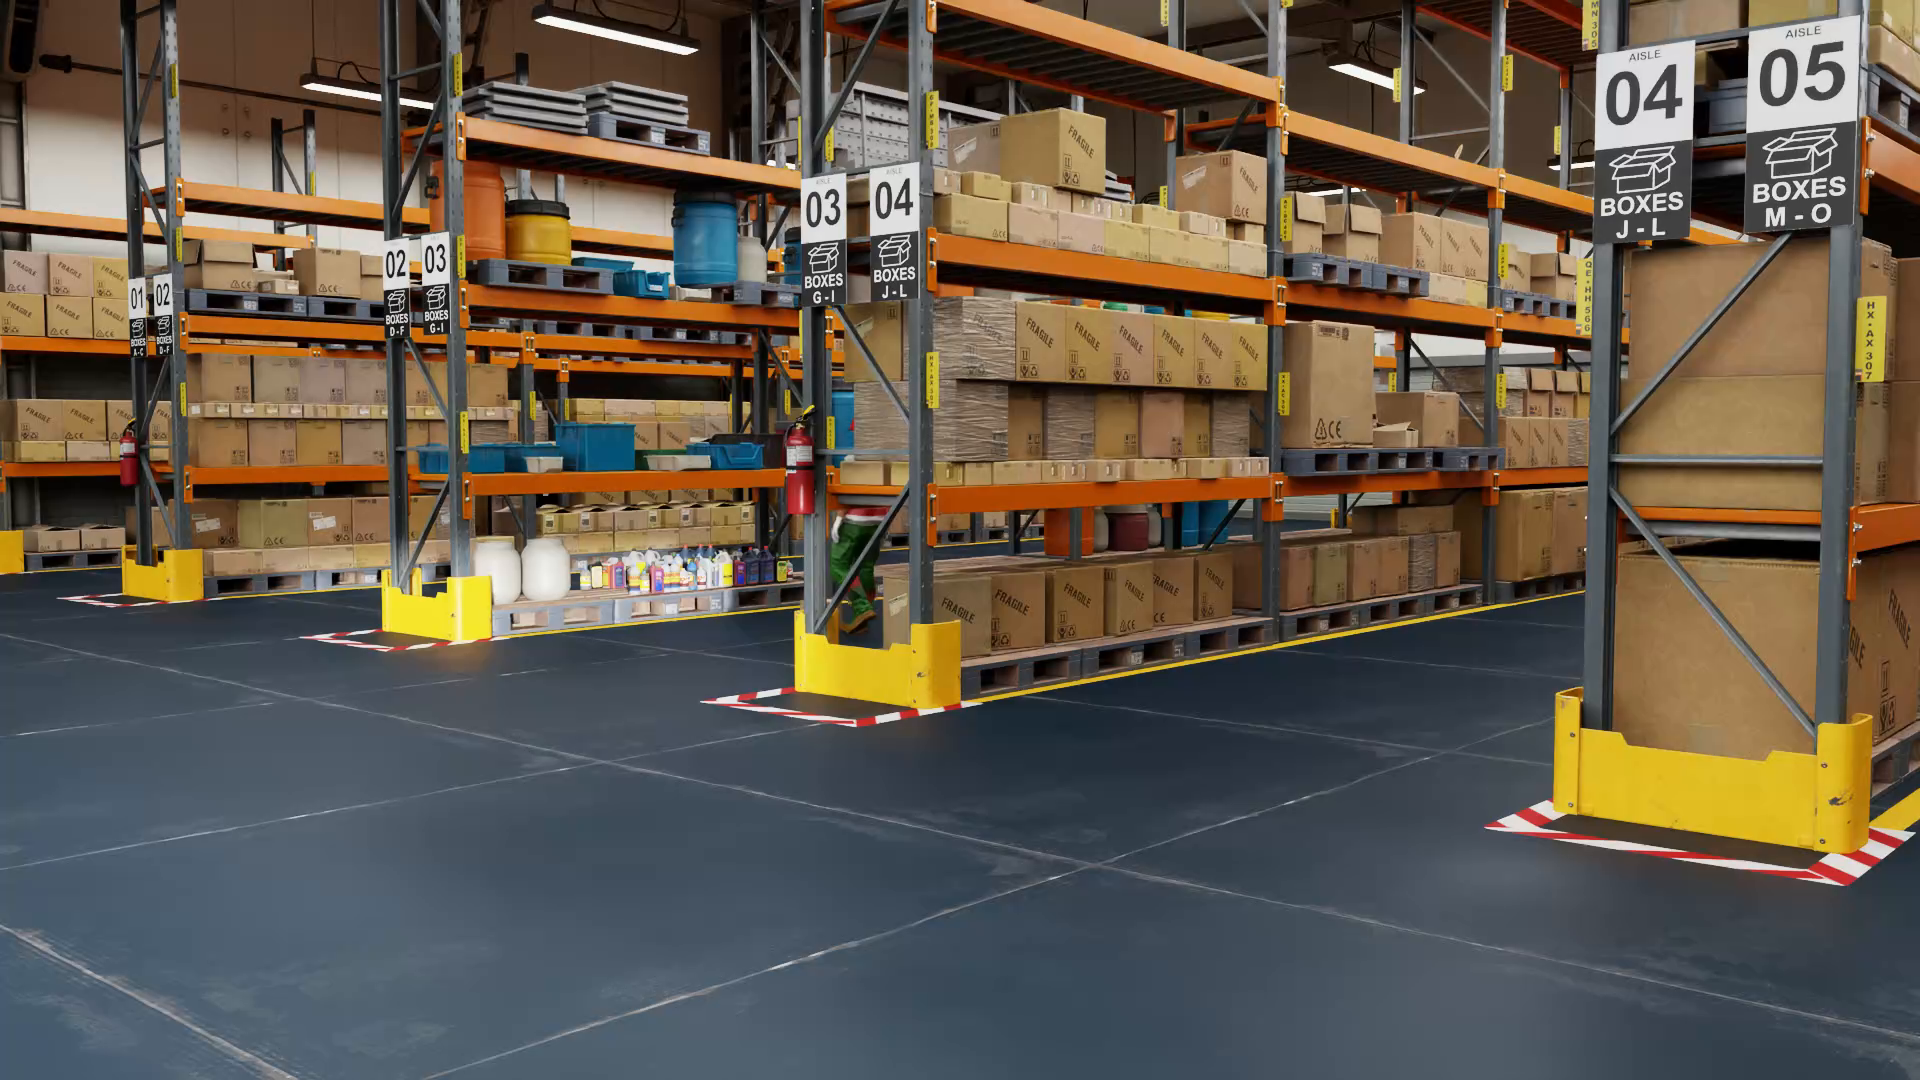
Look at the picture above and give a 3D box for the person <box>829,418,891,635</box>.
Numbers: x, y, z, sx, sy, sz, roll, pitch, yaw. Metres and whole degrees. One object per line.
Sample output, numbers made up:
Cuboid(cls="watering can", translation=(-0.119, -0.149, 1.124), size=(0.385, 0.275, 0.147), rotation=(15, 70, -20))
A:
Cuboid(cls="person", translation=(-0.816, -0.129, 13.454), size=(0.601, 1.791, 0.576), rotation=(3, 5, 42))
